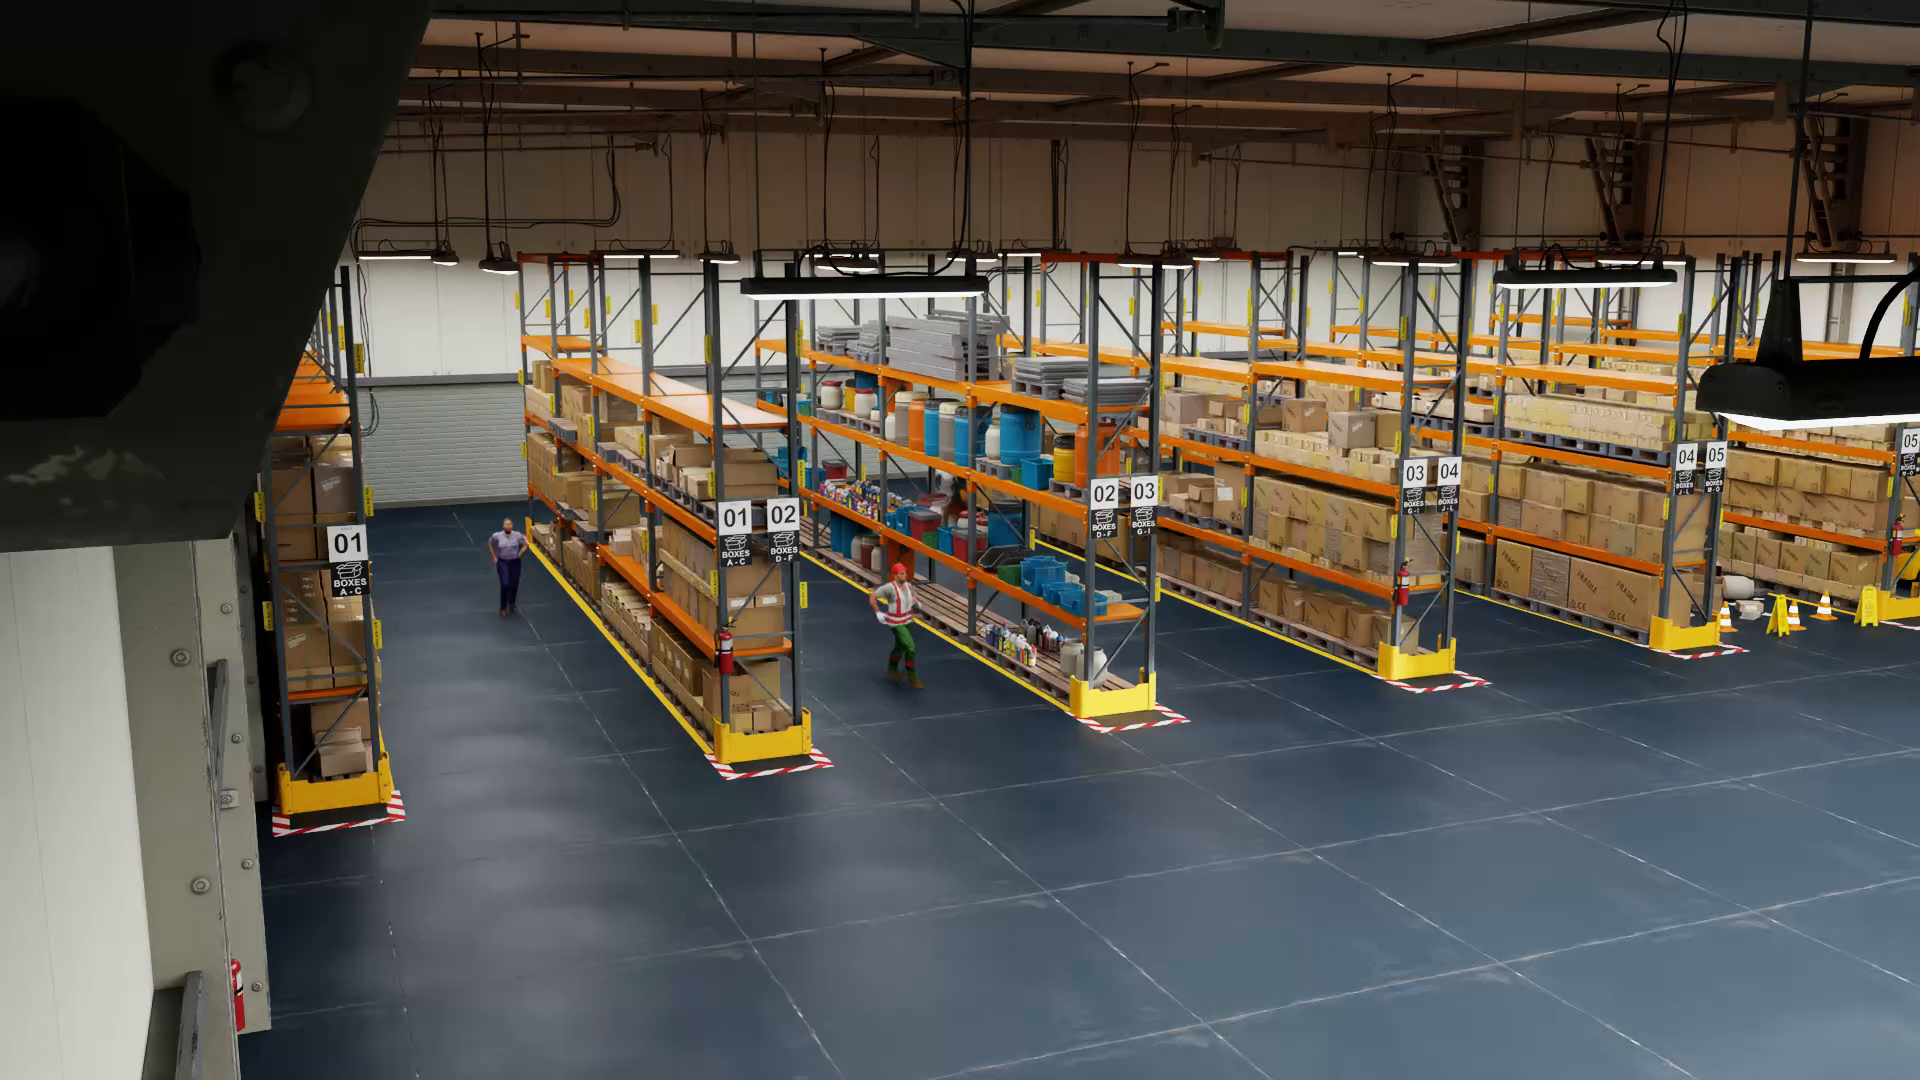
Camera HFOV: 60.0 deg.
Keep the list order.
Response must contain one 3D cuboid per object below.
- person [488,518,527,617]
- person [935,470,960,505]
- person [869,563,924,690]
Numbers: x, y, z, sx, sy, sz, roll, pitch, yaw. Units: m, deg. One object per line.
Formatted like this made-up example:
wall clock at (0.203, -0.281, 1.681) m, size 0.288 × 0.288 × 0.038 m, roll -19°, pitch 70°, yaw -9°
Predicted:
person at (-7.606, 0.450, 28.088) m, size 0.610 × 1.684 × 0.716 m, roll -5°, pitch 11°, yaw -25°
person at (-0.305, -0.930, 35.437) m, size 0.605 × 1.698 × 0.930 m, roll -7°, pitch 12°, yaw -34°
person at (-0.885, 1.214, 23.445) m, size 0.727 × 1.825 × 0.745 m, roll 8°, pitch 13°, yaw 37°
